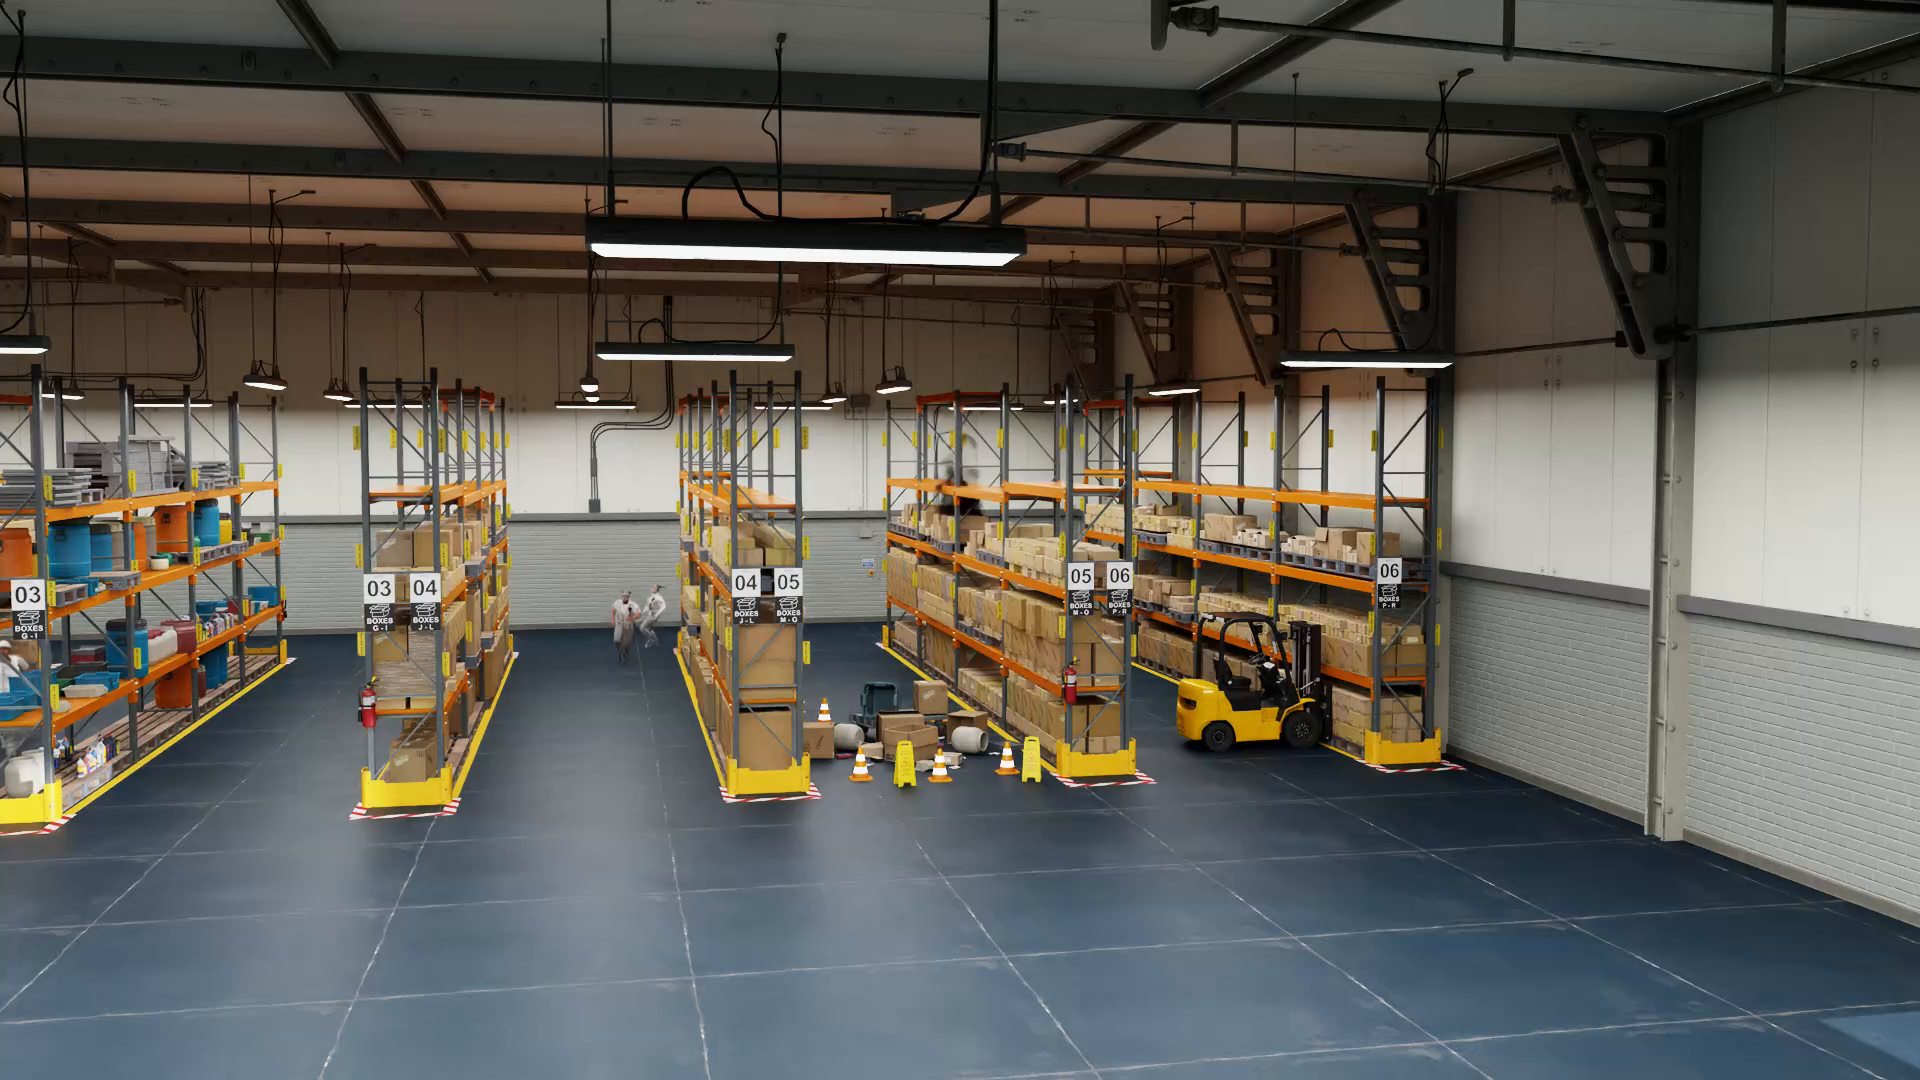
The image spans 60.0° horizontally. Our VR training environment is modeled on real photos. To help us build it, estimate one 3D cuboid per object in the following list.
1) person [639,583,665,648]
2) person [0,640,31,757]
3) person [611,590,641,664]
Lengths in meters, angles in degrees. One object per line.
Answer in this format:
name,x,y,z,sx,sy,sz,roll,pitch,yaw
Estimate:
person,-7.490,1.816,40.239,0.559,1.600,0.709,-1,4,-17
person,-15.265,2.520,26.583,0.659,1.838,0.729,-1,4,-20
person,-7.514,1.959,37.455,0.702,1.729,0.800,0,3,-1
